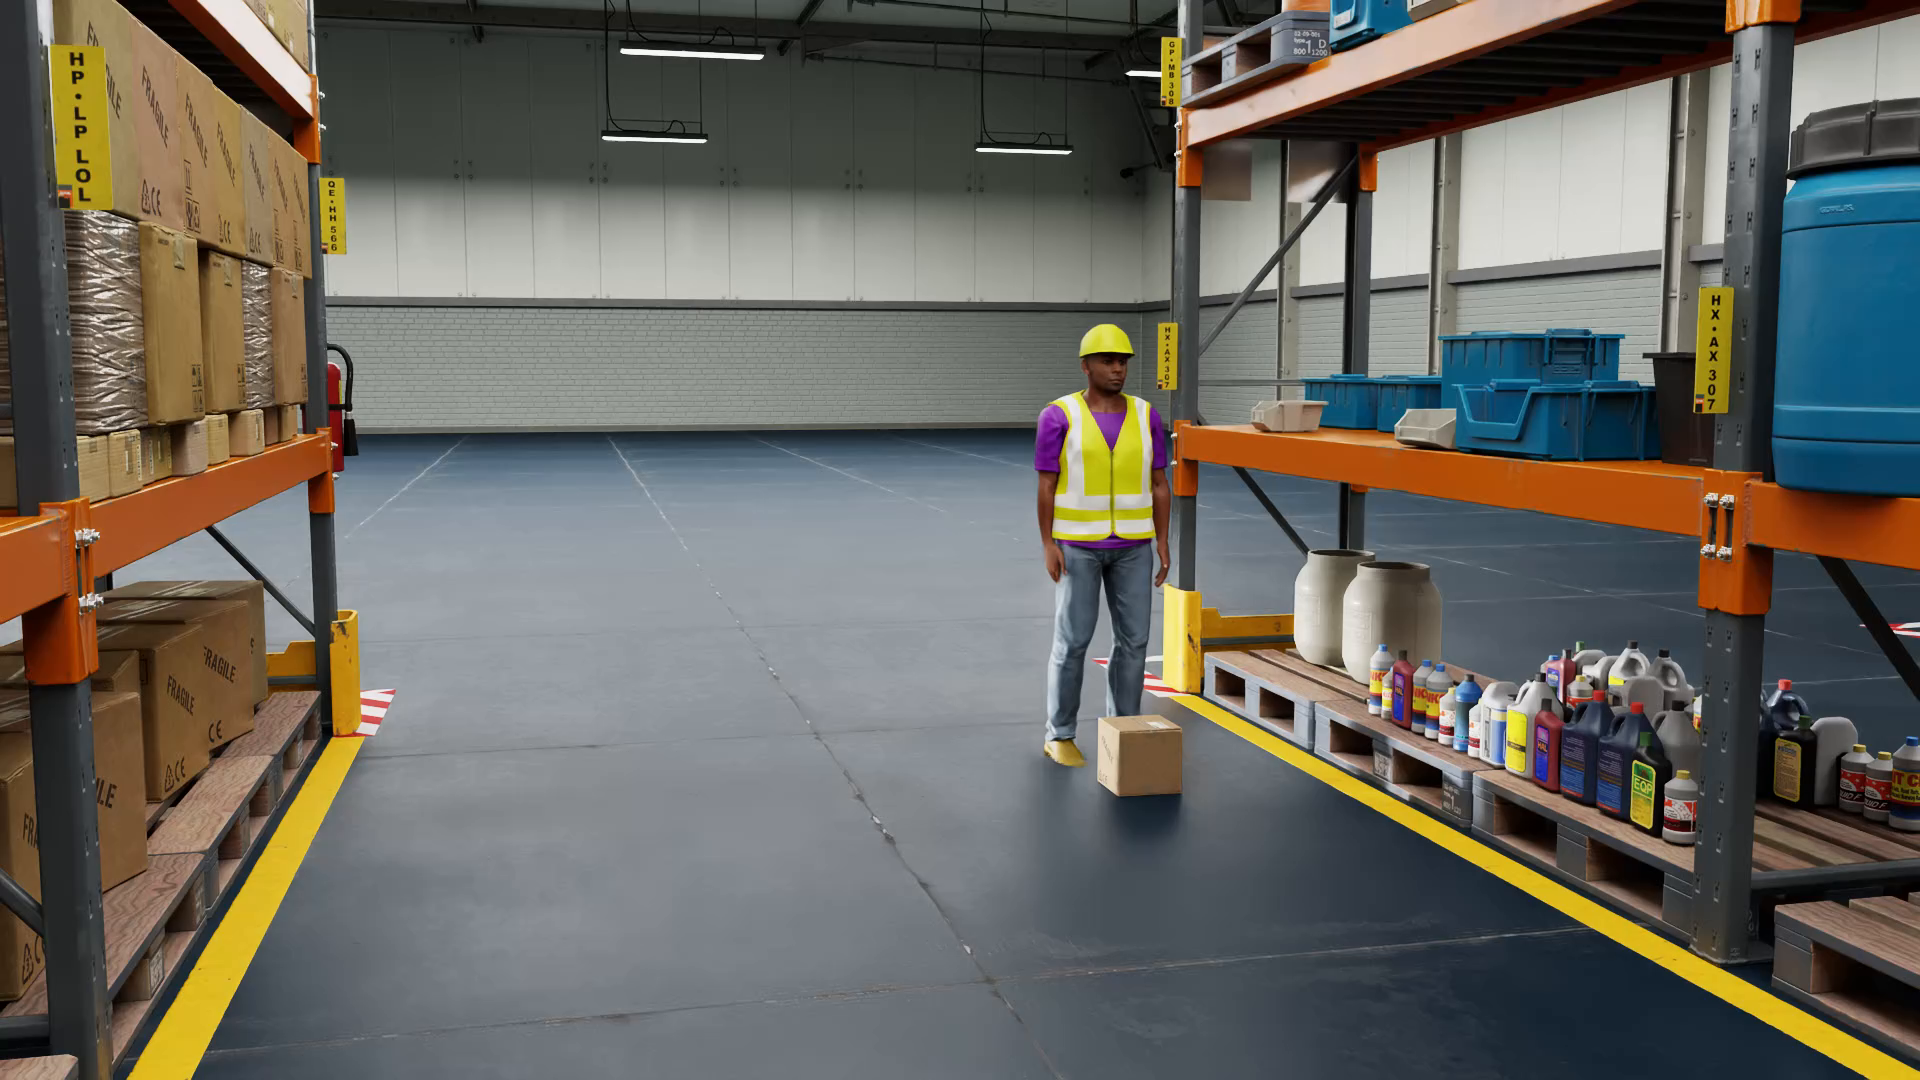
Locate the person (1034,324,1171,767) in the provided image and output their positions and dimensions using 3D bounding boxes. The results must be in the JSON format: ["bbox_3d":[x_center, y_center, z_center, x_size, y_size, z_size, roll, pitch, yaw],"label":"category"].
[{"bbox_3d":[0.587,0.032,6.714,0.563,1.793,0.373,-1,6,-12],"label":"person"}]
